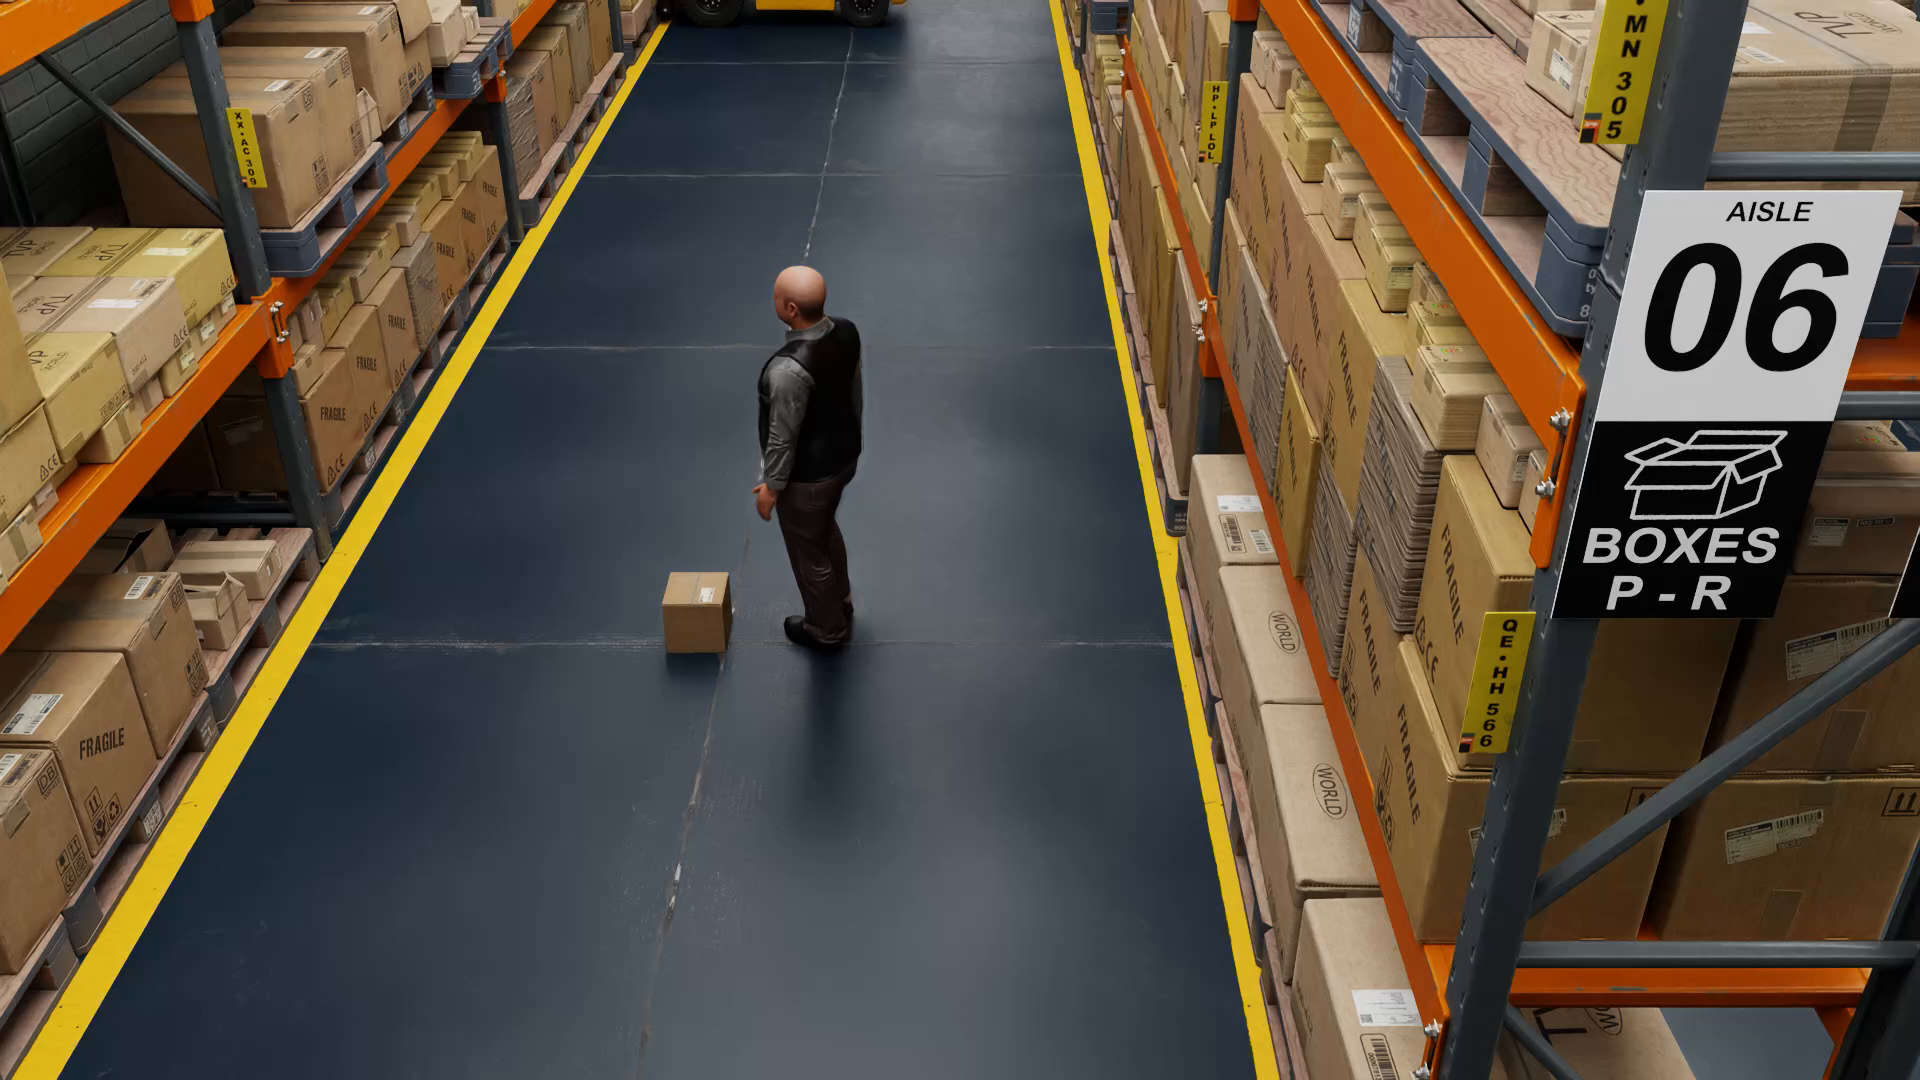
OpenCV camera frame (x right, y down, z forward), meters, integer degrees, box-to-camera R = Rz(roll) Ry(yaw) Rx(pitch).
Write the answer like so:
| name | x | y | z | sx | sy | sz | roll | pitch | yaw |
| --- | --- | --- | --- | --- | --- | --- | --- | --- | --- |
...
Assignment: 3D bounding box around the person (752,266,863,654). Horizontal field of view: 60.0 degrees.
| name | x | y | z | sx | sy | sz | roll | pitch | yaw |
| --- | --- | --- | --- | --- | --- | --- | --- | --- | --- |
| person | -0.612 | -0.284 | 6.660 | 0.415 | 1.778 | 0.611 | 14 | 34 | 22 |
